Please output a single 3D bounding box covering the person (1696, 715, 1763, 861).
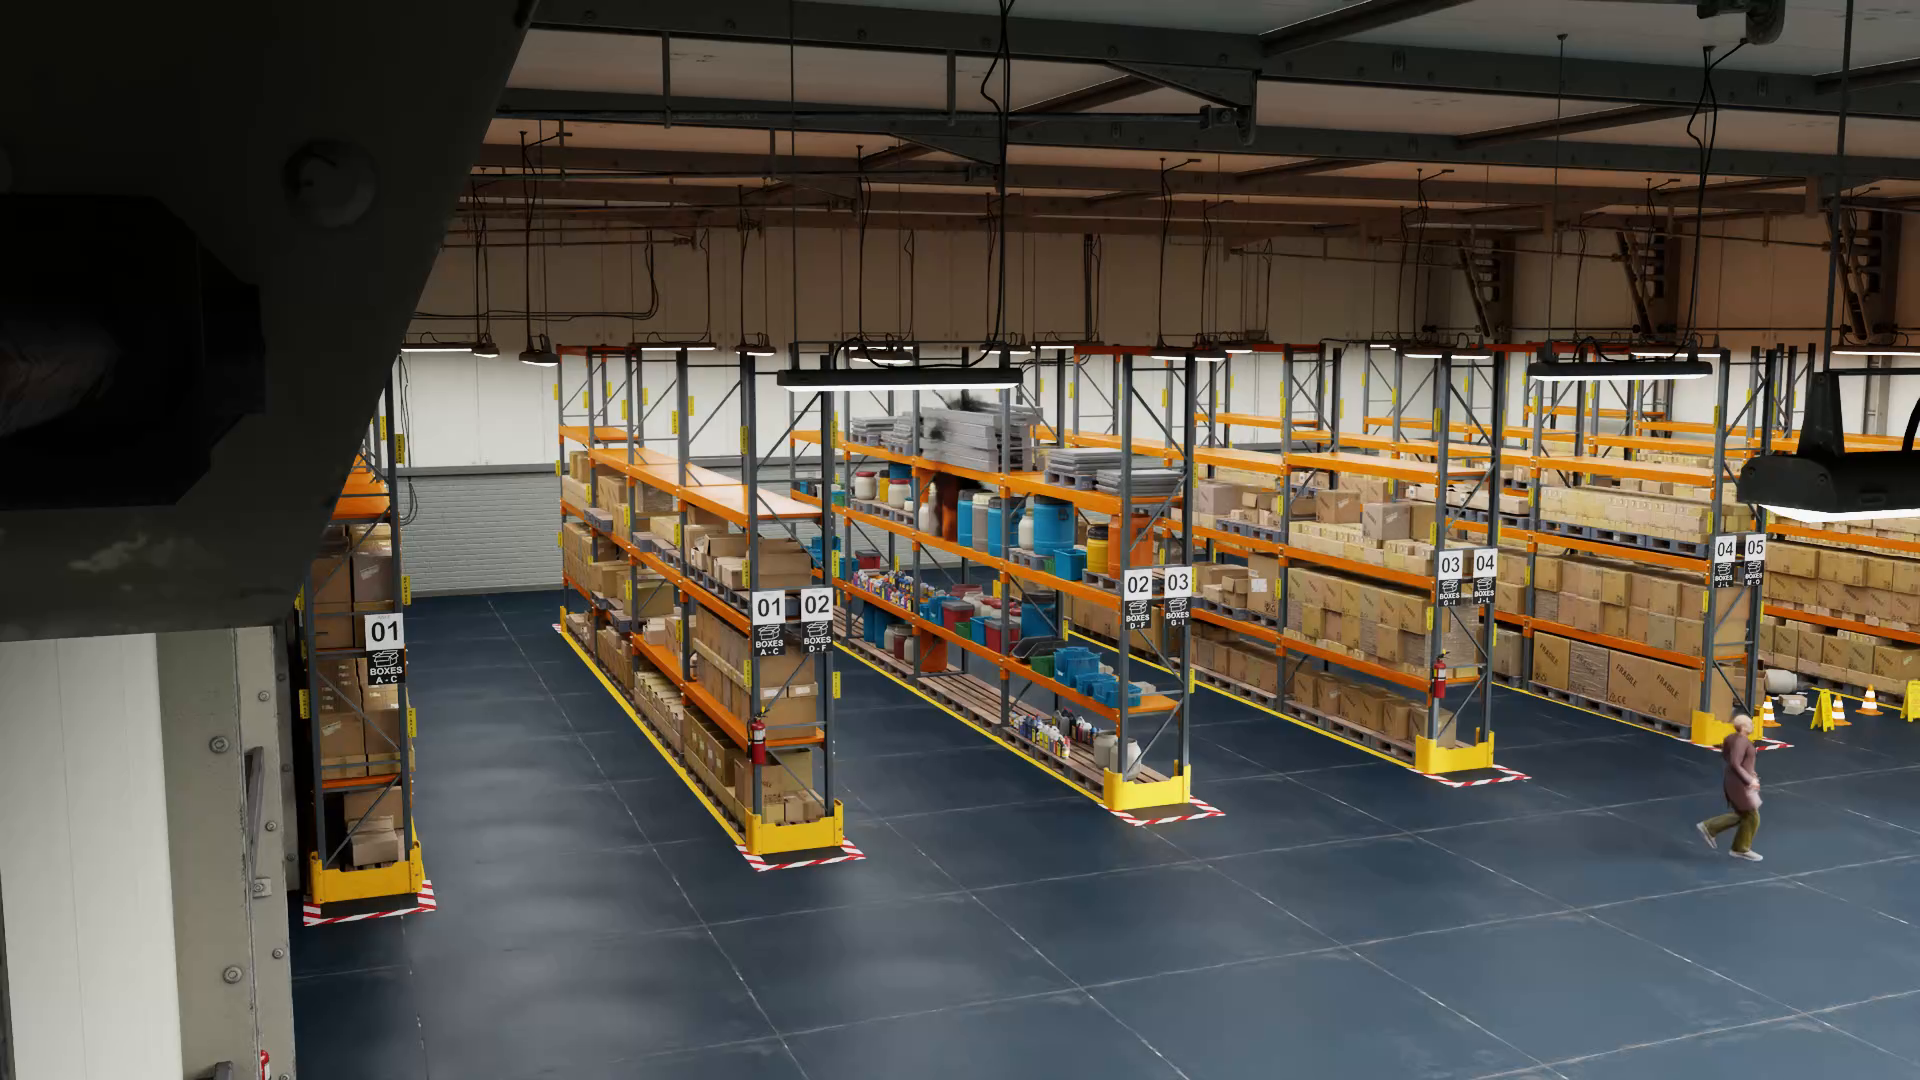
[{"bbox_3d":[9.257,2.954,19.898,0.741,1.758,0.727,2,7,13],"label":"person"}]

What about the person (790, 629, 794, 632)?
[{"bbox_3d":[-3.188,1.472,30.055,0.549,1.524,0.513,-5,9,-37],"label":"person"}]
